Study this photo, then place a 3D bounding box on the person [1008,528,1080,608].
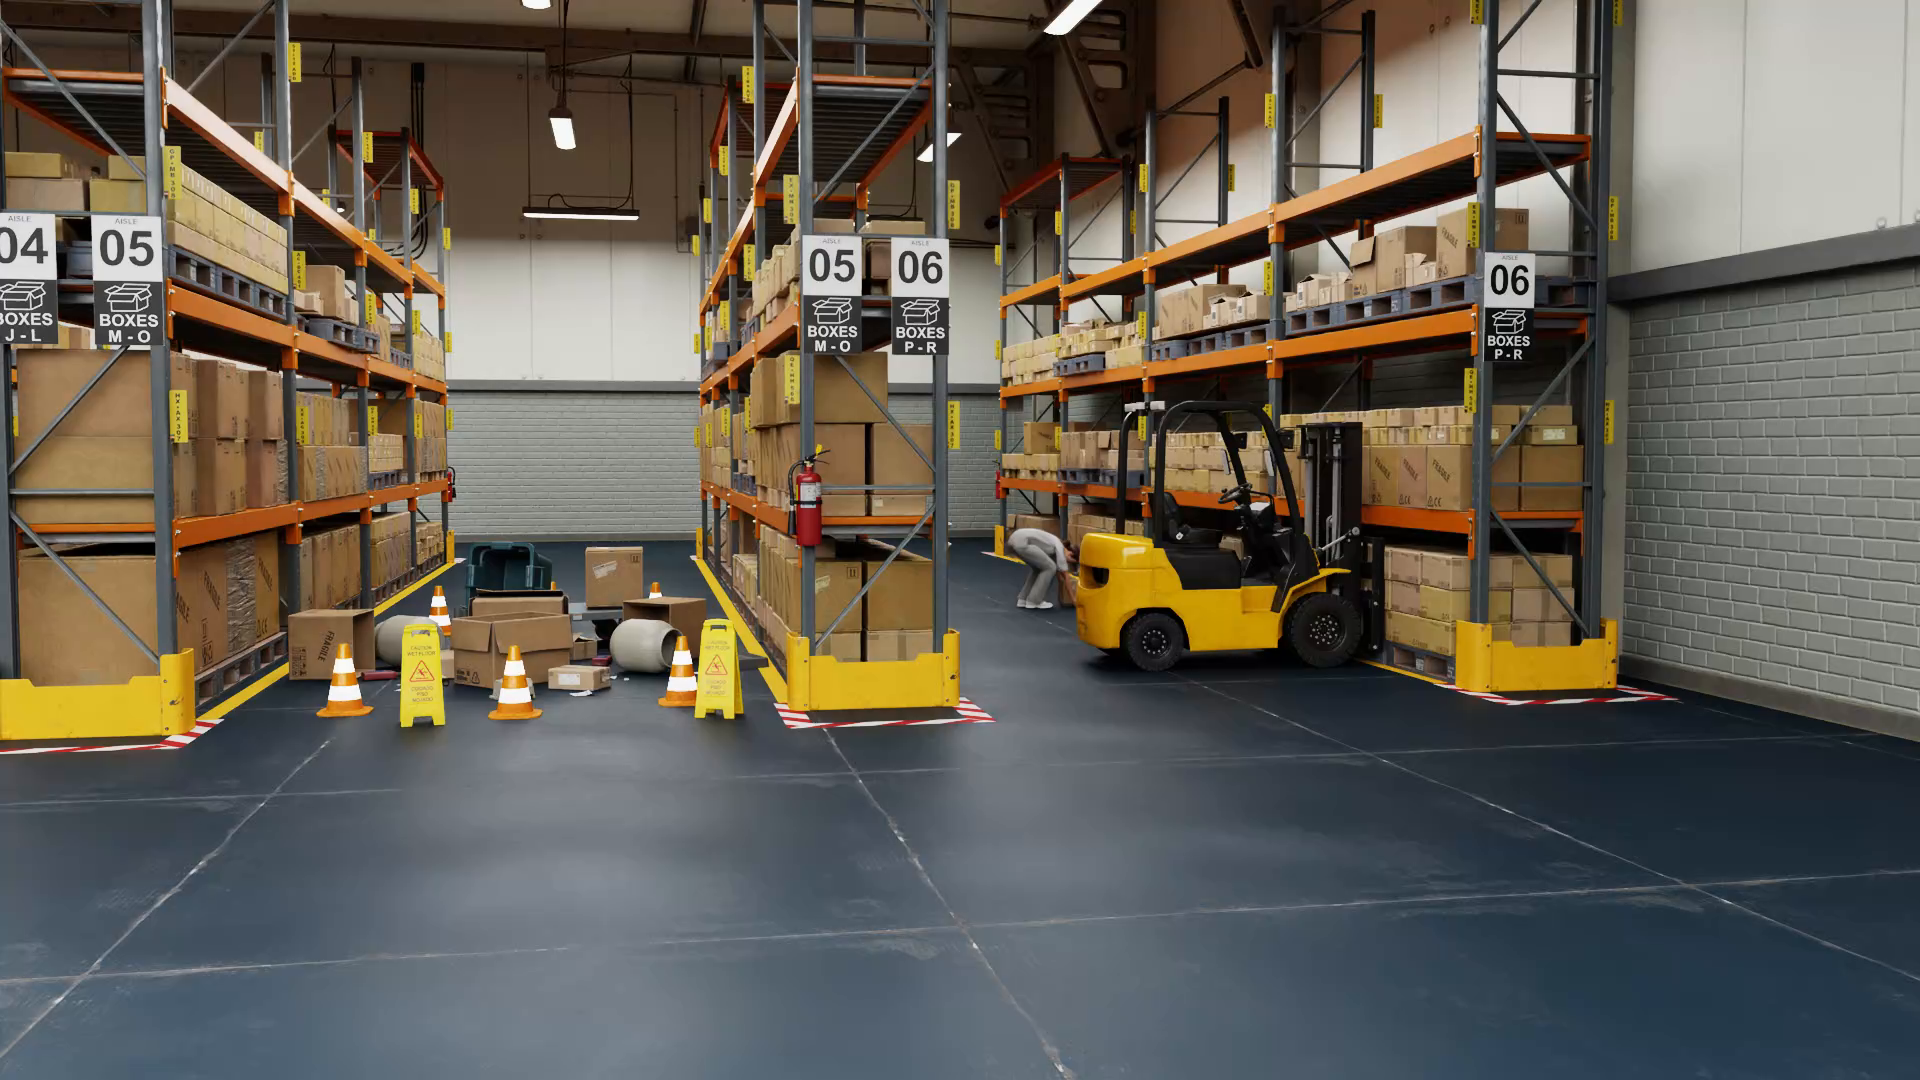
[{"bbox_3d":[0.960,0.312,18.603,0.848,0.893,0.464,-1,3,-14],"label":"person"}]
